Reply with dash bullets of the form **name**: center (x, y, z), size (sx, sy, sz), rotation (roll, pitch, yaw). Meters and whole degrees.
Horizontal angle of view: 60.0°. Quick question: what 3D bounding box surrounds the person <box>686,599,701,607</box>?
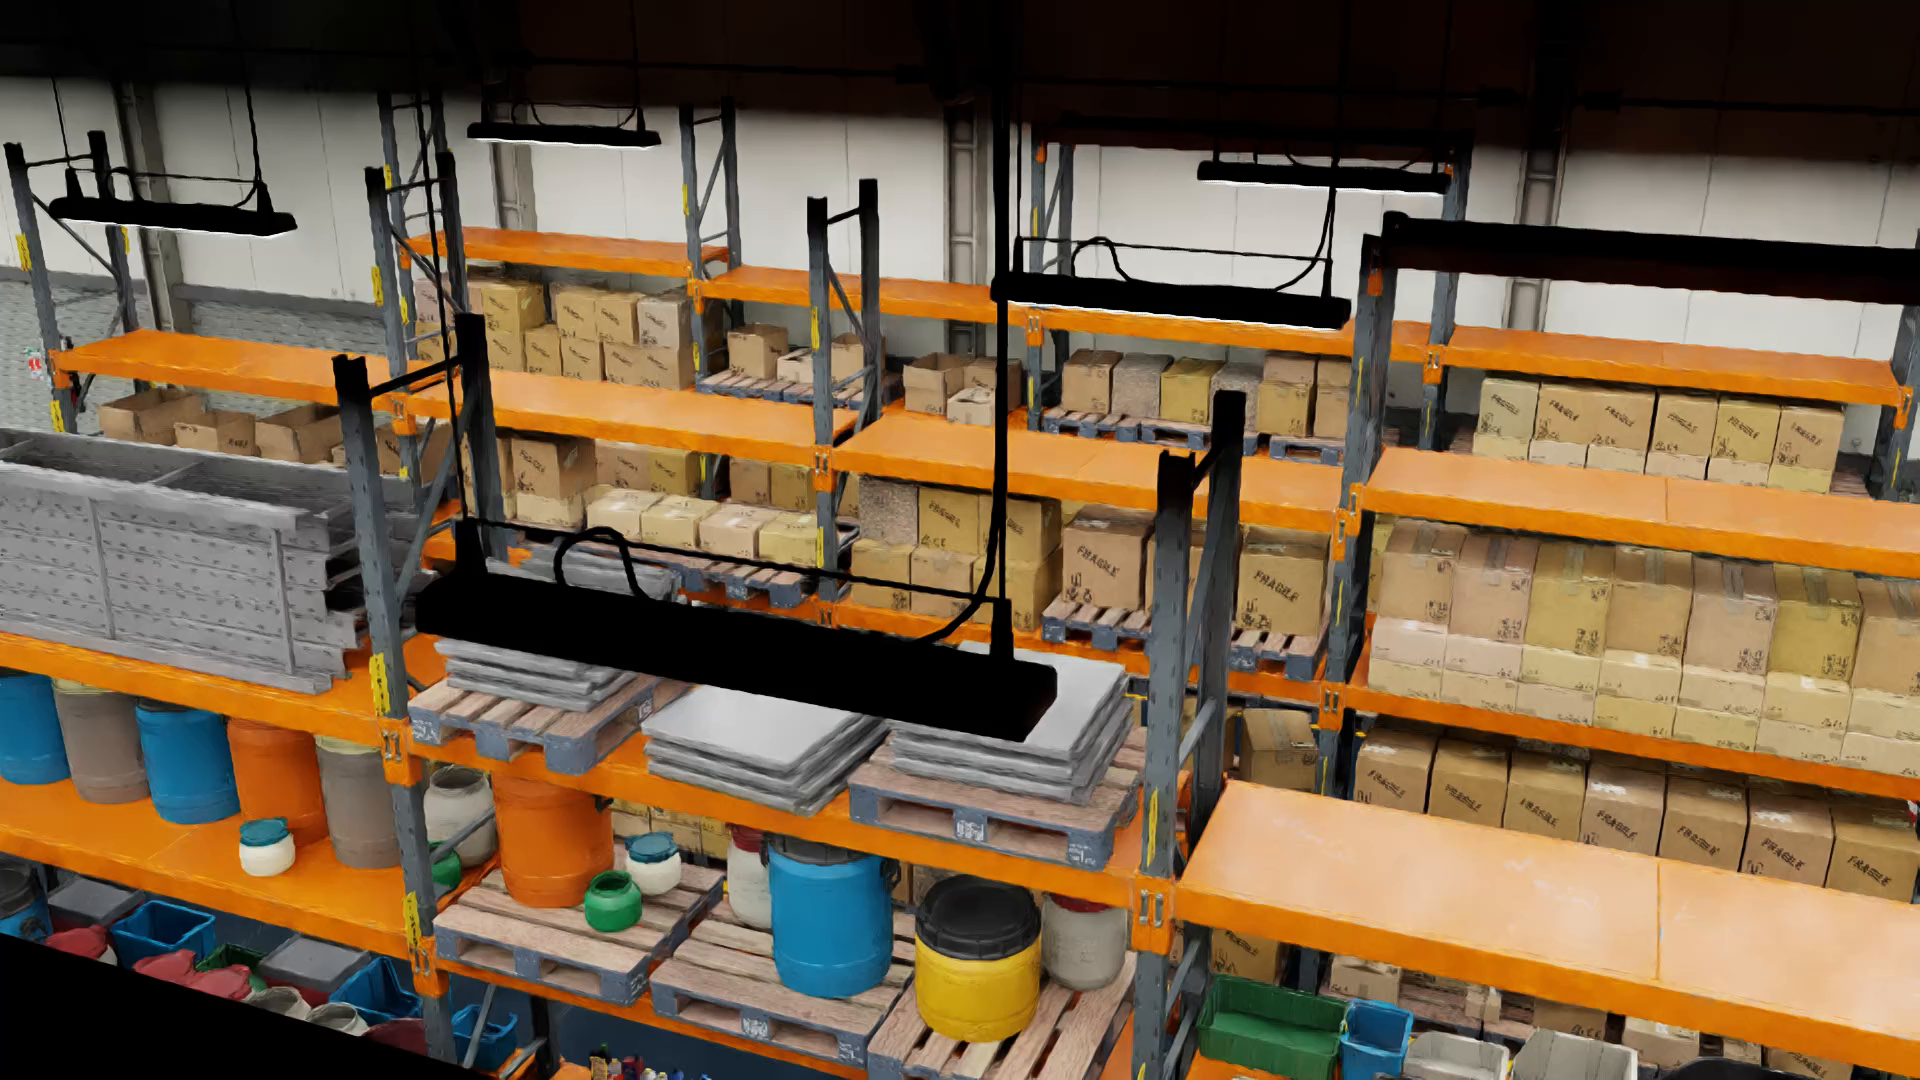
- **person**: center (-3.005, 0.709, 18.135), size (0.843, 1.701, 0.708), rotation (2, 21, 5)
